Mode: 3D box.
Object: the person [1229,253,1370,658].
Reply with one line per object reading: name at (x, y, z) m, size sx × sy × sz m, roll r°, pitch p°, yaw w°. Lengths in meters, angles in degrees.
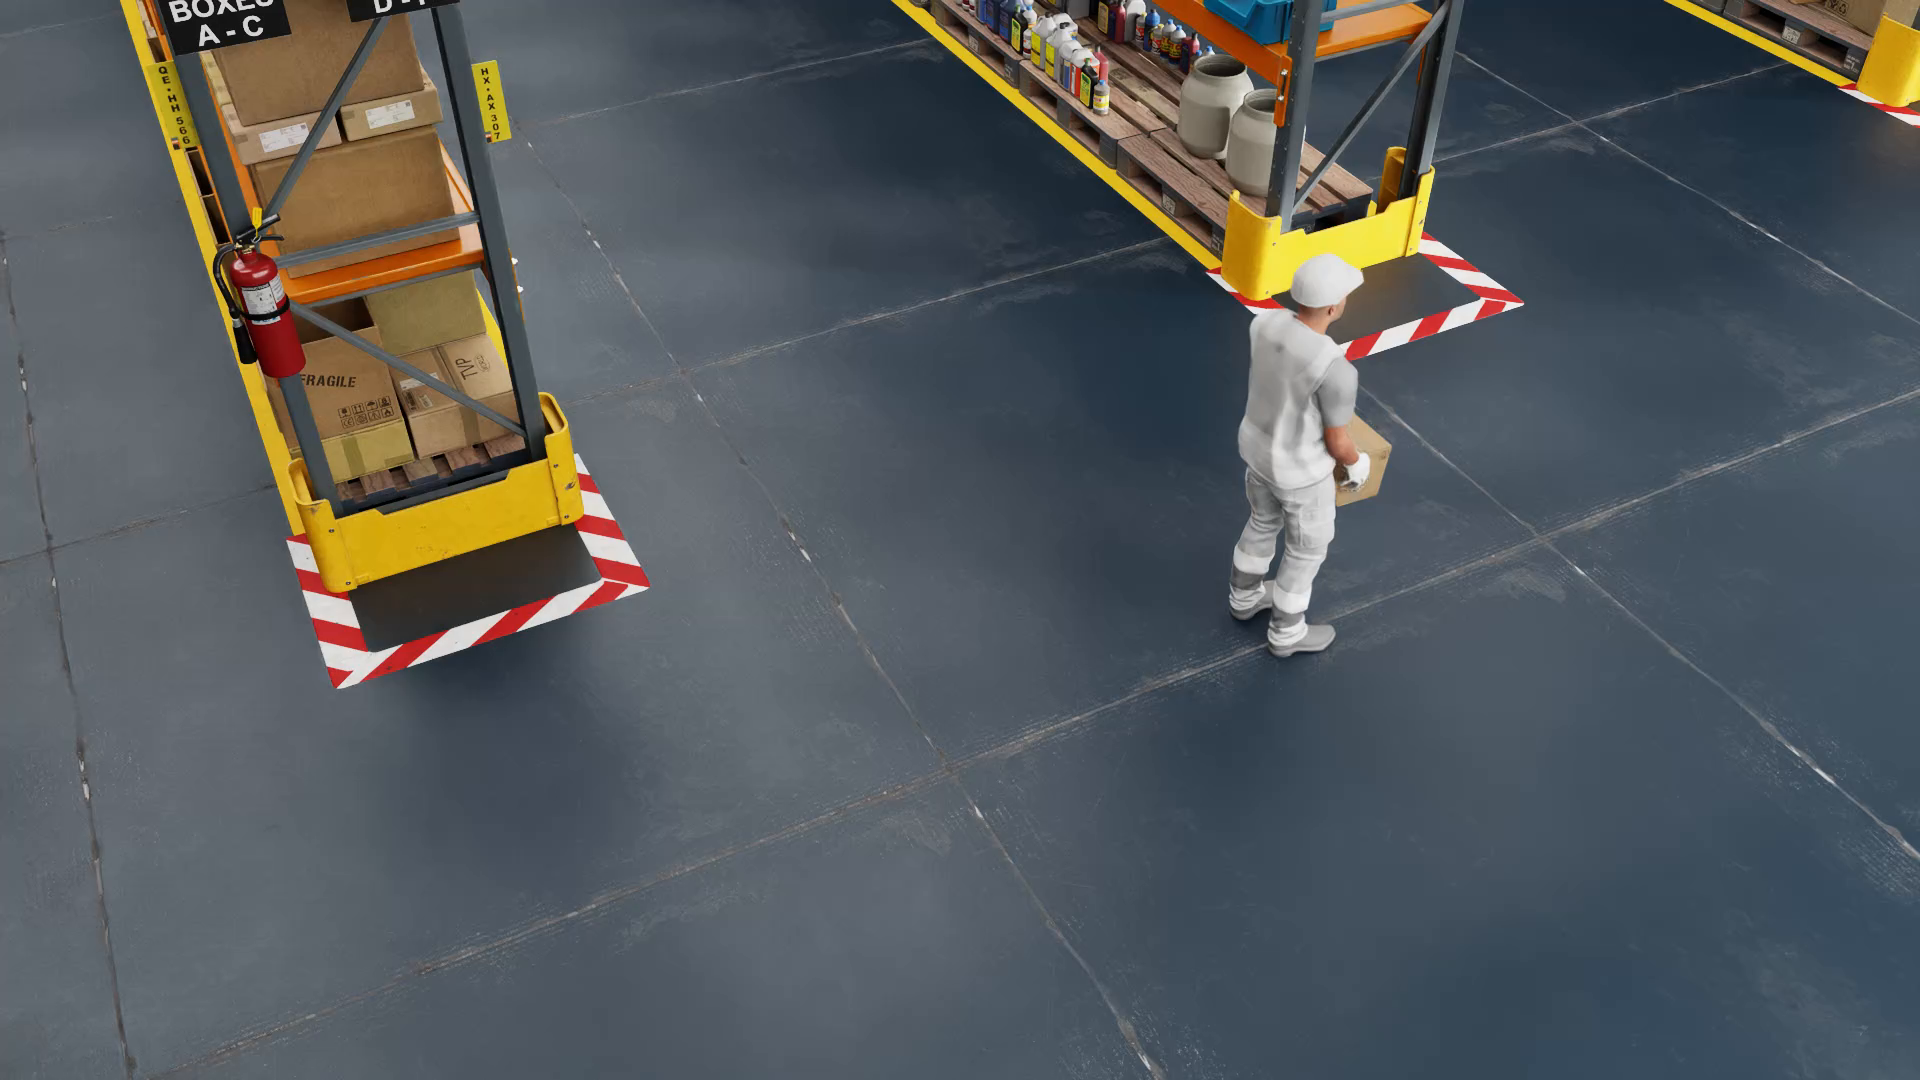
person at (1.324, -0.332, 6.522) m, size 0.449 × 1.791 × 0.537 m, roll -20°, pitch 45°, yaw -21°
